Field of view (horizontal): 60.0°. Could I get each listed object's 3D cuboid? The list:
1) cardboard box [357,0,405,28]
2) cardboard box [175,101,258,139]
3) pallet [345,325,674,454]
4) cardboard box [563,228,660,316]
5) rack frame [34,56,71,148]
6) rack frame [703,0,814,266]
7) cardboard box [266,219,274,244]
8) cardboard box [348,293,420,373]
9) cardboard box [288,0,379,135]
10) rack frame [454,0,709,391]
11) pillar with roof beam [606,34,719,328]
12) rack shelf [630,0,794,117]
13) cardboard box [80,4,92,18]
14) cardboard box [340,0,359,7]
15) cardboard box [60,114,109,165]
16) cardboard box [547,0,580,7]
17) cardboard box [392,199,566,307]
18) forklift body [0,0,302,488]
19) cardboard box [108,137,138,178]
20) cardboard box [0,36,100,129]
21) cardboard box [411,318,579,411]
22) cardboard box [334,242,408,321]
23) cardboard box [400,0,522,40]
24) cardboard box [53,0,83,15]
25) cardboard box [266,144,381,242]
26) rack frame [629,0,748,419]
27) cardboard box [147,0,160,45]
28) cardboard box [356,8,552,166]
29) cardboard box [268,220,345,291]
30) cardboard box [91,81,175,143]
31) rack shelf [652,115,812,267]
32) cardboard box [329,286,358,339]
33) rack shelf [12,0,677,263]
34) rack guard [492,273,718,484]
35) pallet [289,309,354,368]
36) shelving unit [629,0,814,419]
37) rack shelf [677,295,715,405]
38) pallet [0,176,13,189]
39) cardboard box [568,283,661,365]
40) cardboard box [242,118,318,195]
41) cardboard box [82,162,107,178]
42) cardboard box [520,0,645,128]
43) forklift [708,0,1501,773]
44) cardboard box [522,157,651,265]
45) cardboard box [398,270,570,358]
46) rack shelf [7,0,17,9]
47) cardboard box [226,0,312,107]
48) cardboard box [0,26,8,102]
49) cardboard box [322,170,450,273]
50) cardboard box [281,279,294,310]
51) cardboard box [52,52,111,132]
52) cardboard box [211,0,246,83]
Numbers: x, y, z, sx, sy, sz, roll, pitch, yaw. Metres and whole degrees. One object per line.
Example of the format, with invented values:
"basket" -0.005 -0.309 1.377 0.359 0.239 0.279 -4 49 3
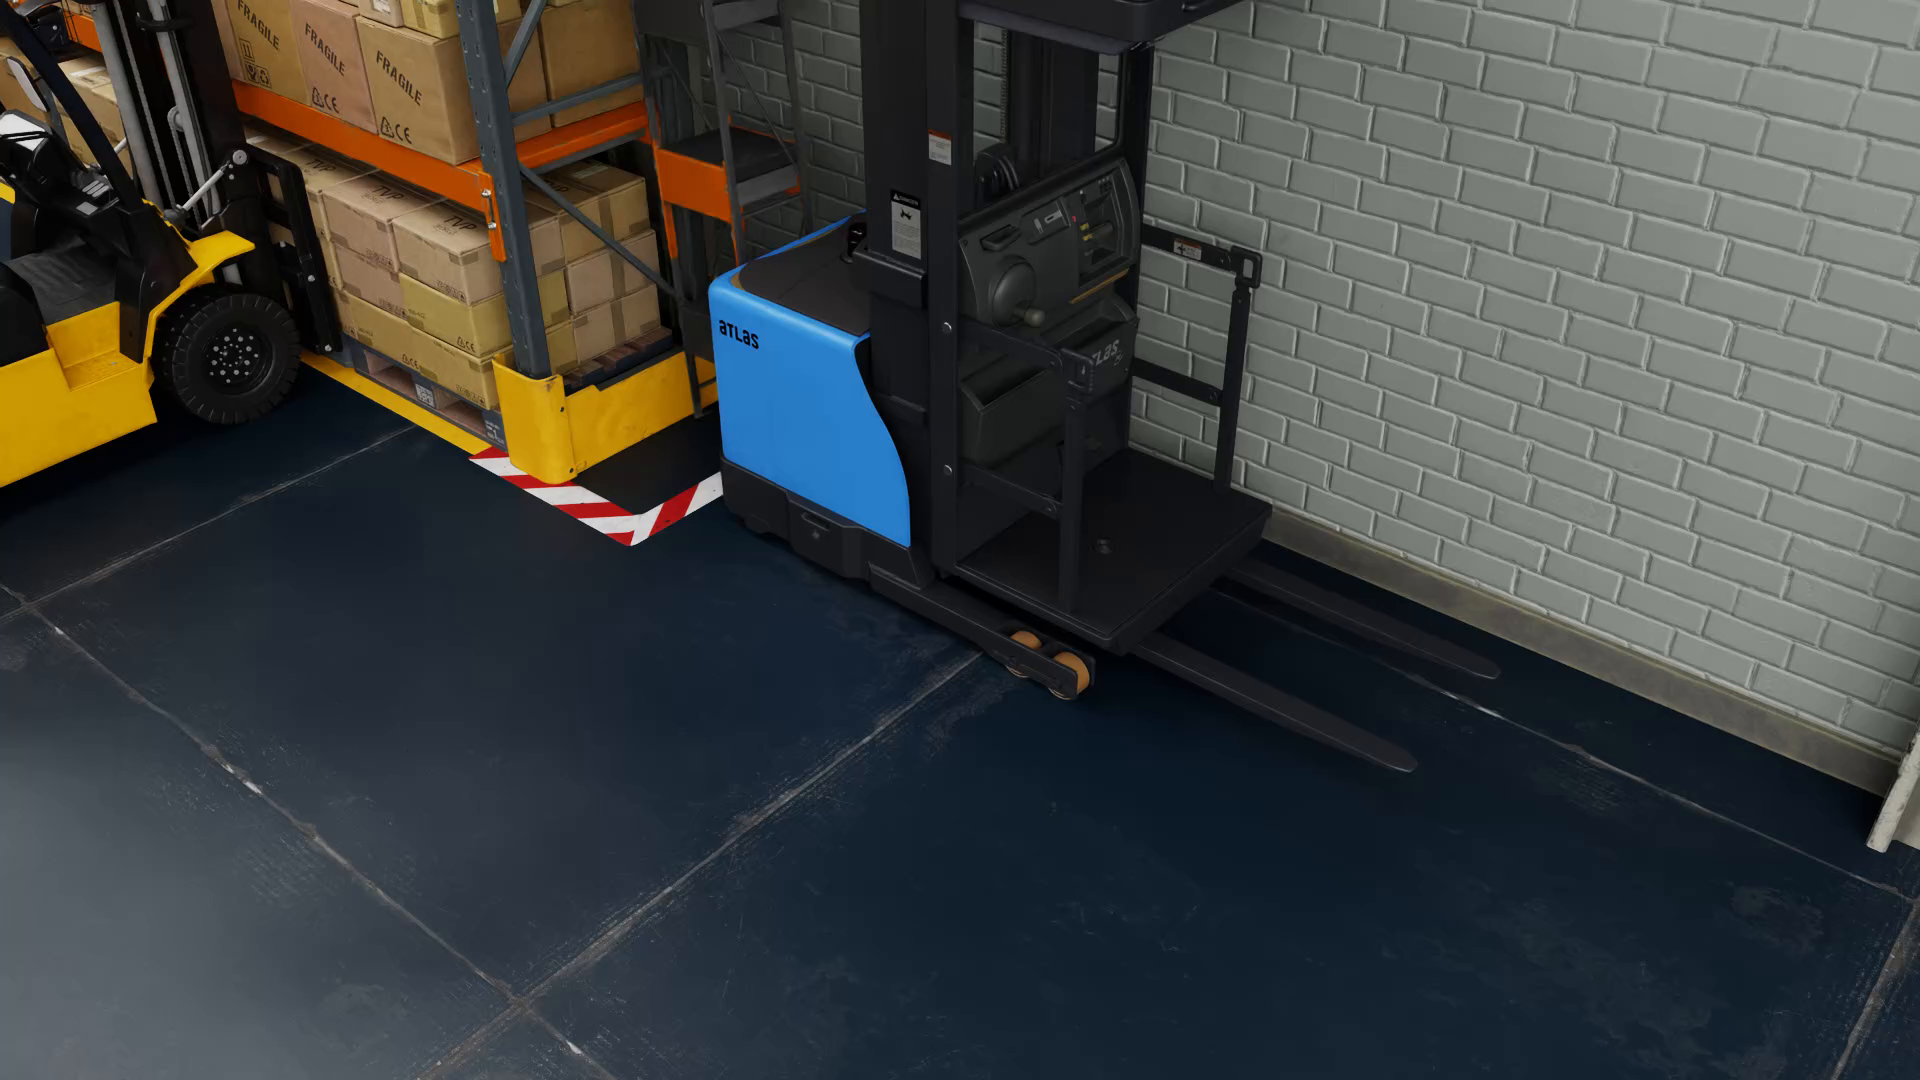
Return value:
"cardboard box" -2.164 -2.175 6.607 0.250 0.149 0.380 26 42 33
"cardboard box" -3.629 -2.008 8.198 0.500 0.250 0.500 27 43 33
"pallet" -2.117 -0.893 7.863 1.213 0.211 1.003 25 42 32
"cardboard box" -1.731 -1.290 7.595 0.500 0.250 0.500 26 42 33
"rack frame" -4.577 -3.232 8.807 0.127 3.000 1.000 25 42 32
"rack frame" -0.772 -1.365 6.816 0.015 2.100 0.400 25 41 39
"cardboard box" -3.248 -1.616 8.070 0.500 0.250 0.500 25 42 32
"cardboard box" -2.442 -1.040 7.673 0.500 0.250 0.500 25 42 32
"cardboard box" -2.442 -2.081 7.042 0.500 0.500 0.500 27 43 33
"rack frame" -1.503 -1.783 6.697 0.127 3.000 1.000 25 42 32
"pillar with roof beam" -4.215 -3.028 3.210 0.400 9.000 9.100 25 42 32
"rack shelf" -0.985 -2.032 6.613 0.480 0.518 0.431 25 41 39
"cardboard box" -3.992 -2.818 8.115 0.500 0.500 0.500 26 42 33
"cardboard box" -2.324 -2.296 6.782 0.250 0.149 0.380 26 42 33
"cardboard box" -4.402 -2.169 8.874 0.500 0.250 0.500 25 42 32
"cardboard box" -1.597 -2.328 6.829 0.250 0.149 0.380 24 41 31
"cardboard box" -2.056 -1.266 7.119 0.500 0.250 0.500 27 43 33
"forklift body" -4.127 -1.327 6.782 1.214 2.155 2.313 25 42 32
"cardboard box" -4.014 -1.987 8.610 0.500 0.250 0.500 25 42 32
"cardboard box" -4.985 -2.611 9.628 0.625 0.625 0.875 27 43 34
"cardboard box" -2.066 -0.856 7.404 0.500 0.250 0.500 26 42 32
"cardboard box" -2.455 -1.256 7.545 0.500 0.250 0.500 25 42 31
"cardboard box" -1.948 -2.096 6.491 0.250 0.149 0.380 26 42 32
"cardboard box" -4.403 -2.999 8.379 0.500 0.500 0.500 24 41 31
"cardboard box" -2.846 -1.627 7.644 0.500 0.250 0.500 26 42 32
"rack frame" -1.118 -1.526 7.120 0.015 2.100 0.400 25 41 39
"cardboard box" -3.602 -2.635 7.849 0.500 0.500 0.500 25 42 31
"cardboard box" -2.049 -1.889 6.762 0.500 0.500 0.500 24 41 31
"cardboard box" -2.865 -1.434 7.804 0.500 0.250 0.500 24 41 31
"cardboard box" -4.019 -2.183 8.453 0.500 0.250 0.500 25 42 32
"rack shelf" -0.945 -1.434 6.975 0.480 0.518 0.431 25 41 39
"cardboard box" -2.821 -1.225 7.942 0.500 0.250 0.500 26 42 32
"rack shelf" -3.040 -2.211 7.956 4.000 0.370 1.077 25 42 32
"rack guard" -1.484 -0.744 7.392 0.348 0.500 1.175 25 42 32
"pallet" -3.050 -1.335 8.507 1.213 0.211 1.003 25 42 32
"shelving unit" -0.945 -1.445 6.968 0.503 2.100 0.431 25 41 39
"rack shelf" -0.904 -0.836 7.337 0.480 0.518 0.431 25 41 39
"pallet" -5.168 -2.333 9.960 1.213 0.211 1.003 25 42 32
"cardboard box" -1.755 -1.086 7.740 0.500 0.250 0.500 25 42 32
"cardboard box" -3.231 -1.814 7.916 0.500 0.250 0.500 24 41 31
"cardboard box" -4.417 -1.953 9.002 0.500 0.250 0.500 26 42 32
"cardboard box" -1.706 -2.125 7.106 0.500 0.500 0.500 27 43 33
"forklift" 0.482 -0.980 5.588 3.031 2.935 1.130 25 42 32
"cardboard box" -1.751 -1.492 7.447 0.500 0.250 0.500 25 41 31
"cardboard box" -2.077 -1.069 7.274 0.500 0.250 0.500 25 41 31
"rack shelf" -6.114 -3.660 10.065 4.000 0.370 1.077 25 42 32
"cardboard box" -2.836 -2.266 7.312 0.500 0.500 0.500 24 41 31
"cardboard box" -5.576 -2.895 10.043 0.625 0.625 0.875 25 42 31
"cardboard box" -2.452 -1.449 7.385 0.500 0.250 0.500 26 42 33
"cardboard box" -3.234 -1.404 8.202 0.500 0.250 0.500 27 43 33
"cardboard box" -4.406 -2.372 8.729 0.500 0.250 0.500 25 41 31
"cardboard box" -3.229 -2.443 7.570 0.500 0.500 0.500 26 42 32
